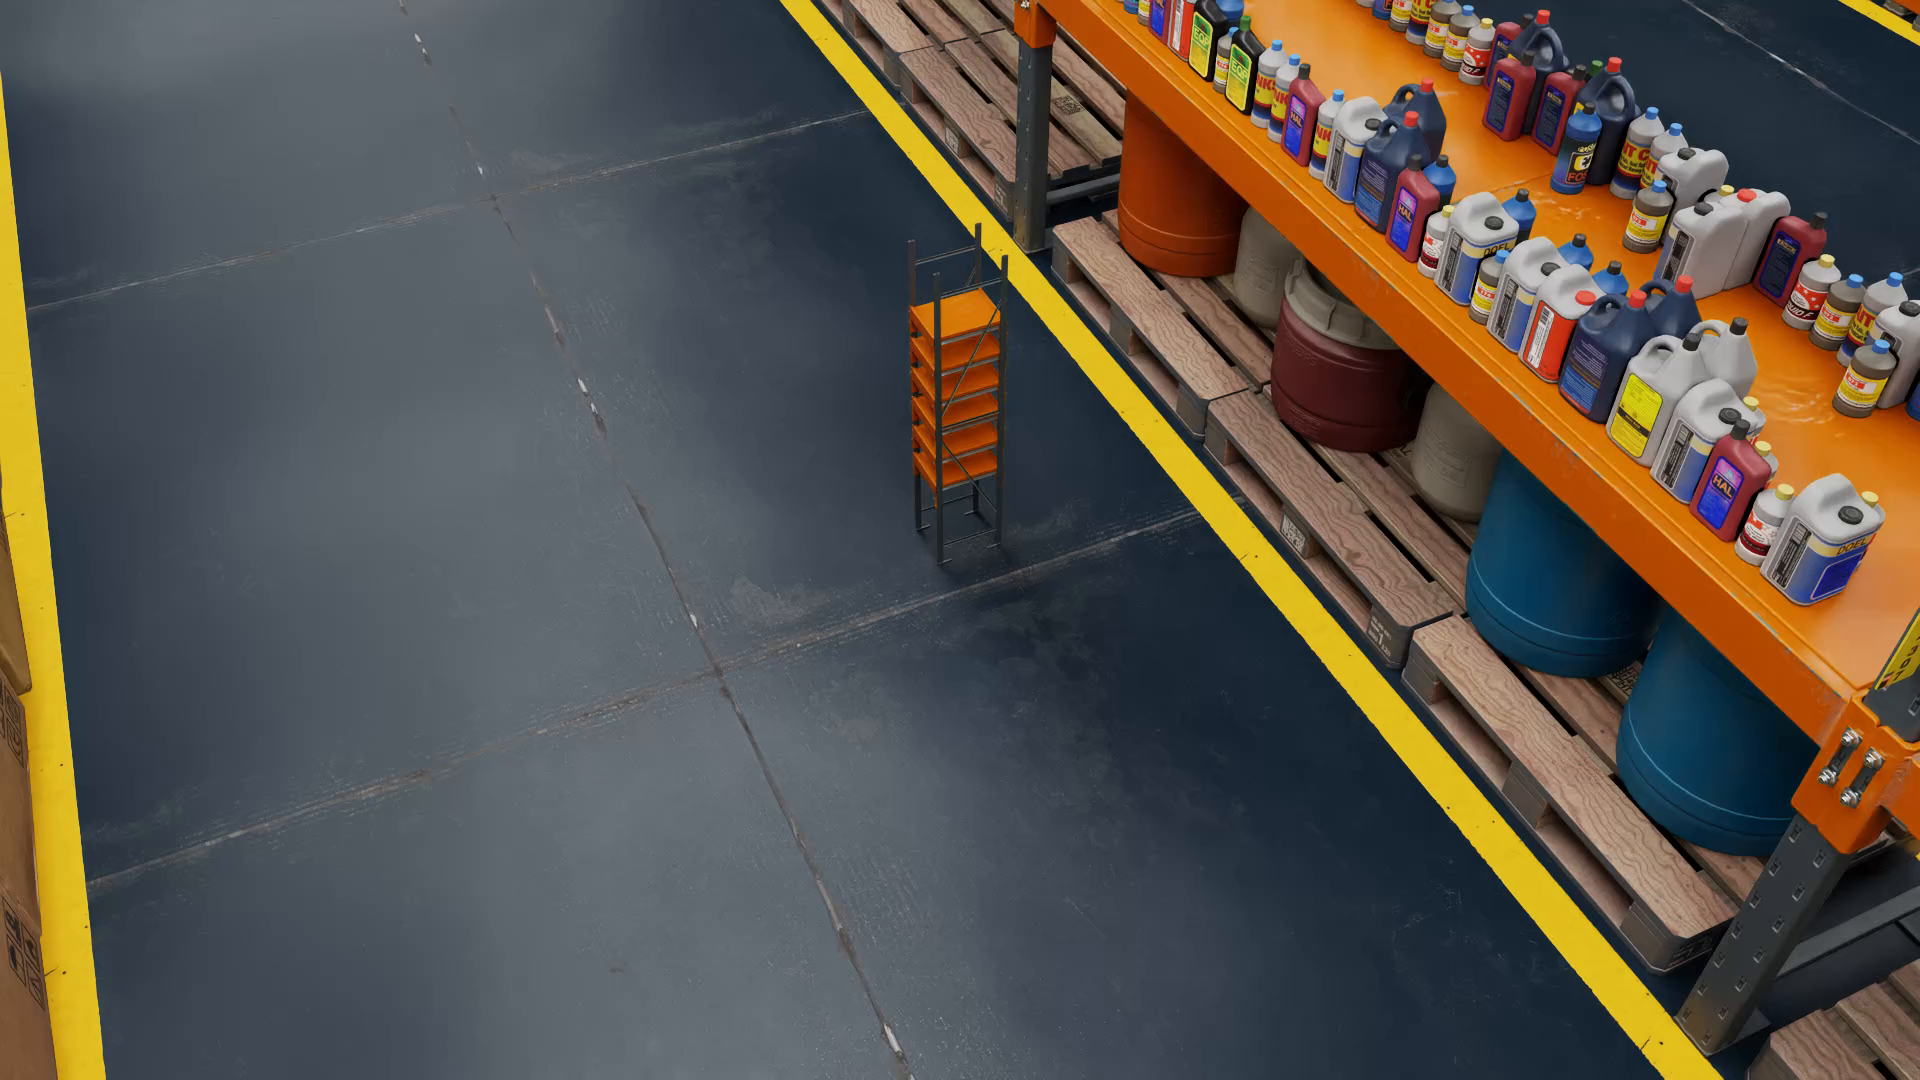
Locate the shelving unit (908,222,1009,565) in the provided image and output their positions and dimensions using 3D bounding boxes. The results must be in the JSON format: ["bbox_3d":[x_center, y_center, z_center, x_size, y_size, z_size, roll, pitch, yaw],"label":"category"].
[{"bbox_3d":[-0.006,-0.436,5.338,0.258,1.200,0.189,-18,47,-17],"label":"shelving unit"}]

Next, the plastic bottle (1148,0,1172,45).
[{"bbox_3d":[0.688,-1.805,5.527,0.061,0.283,0.133,-18,47,-17],"label":"plastic bottle"}]

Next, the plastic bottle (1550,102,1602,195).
[{"bbox_3d":[1.812,-1.155,4.876,0.097,0.271,0.097,0,45,0],"label":"plastic bottle"}]

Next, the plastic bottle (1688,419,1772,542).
[{"bbox_3d":[1.787,-0.140,3.839,0.061,0.283,0.133,-18,47,-17],"label":"plastic bottle"}]

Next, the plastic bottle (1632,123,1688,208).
[{"bbox_3d":[2.025,-1.073,4.794,0.097,0.271,0.097,0,45,0],"label":"plastic bottle"}]

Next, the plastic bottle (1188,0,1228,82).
[{"bbox_3d":[0.801,-1.634,5.354,0.061,0.283,0.133,-18,47,-17],"label":"plastic bottle"}]

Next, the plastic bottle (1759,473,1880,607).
[{"bbox_3d":[1.926,-0.003,3.706,0.152,0.276,0.135,-18,47,-17],"label":"plastic bottle"}]

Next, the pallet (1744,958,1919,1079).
[{"bbox_3d":[2.729,1.558,4.021,1.003,0.211,1.213,-18,47,-17],"label":"pallet"}]

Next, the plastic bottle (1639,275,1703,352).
[{"bbox_3d":[1.755,-0.524,4.180,0.144,0.351,0.185,-18,47,-17],"label":"plastic bottle"}]

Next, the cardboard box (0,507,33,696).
[{"bbox_3d":[-3.520,0.075,4.752,1.225,0.875,0.875,-20,48,-19],"label":"cardboard box"}]

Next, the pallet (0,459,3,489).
[{"bbox_3d":[-4.118,-0.484,6.090,1.003,0.211,1.213,-18,47,-17],"label":"pallet"}]

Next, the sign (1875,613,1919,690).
[{"bbox_3d":[1.885,0.171,3.244,0.100,0.325,0.005,-18,47,-17],"label":"sign"}]

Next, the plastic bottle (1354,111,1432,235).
[{"bbox_3d":[1.238,-1.065,4.729,0.144,0.351,0.185,-18,47,-17],"label":"plastic bottle"}]

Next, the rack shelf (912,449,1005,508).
[{"bbox_3d":[-0.006,-0.234,5.538,0.258,0.103,0.180,-18,47,-17],"label":"rack shelf"}]

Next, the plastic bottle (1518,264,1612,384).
[{"bbox_3d":[1.560,-0.557,4.268,0.152,0.276,0.135,-18,47,-17],"label":"plastic bottle"}]

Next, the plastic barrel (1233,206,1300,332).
[{"bbox_3d":[1.243,-1.064,6.165,0.421,0.512,0.421,0,45,0],"label":"plastic barrel"}]

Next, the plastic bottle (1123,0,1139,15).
[{"bbox_3d":[0.616,-1.942,5.674,0.097,0.271,0.097,0,45,0],"label":"plastic bottle"}]

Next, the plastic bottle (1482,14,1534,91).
[{"bbox_3d":[1.741,-1.539,5.257,0.061,0.283,0.133,-18,47,-17],"label":"plastic bottle"}]

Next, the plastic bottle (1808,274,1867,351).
[{"bbox_3d":[2.317,-0.606,4.370,0.097,0.201,0.097,0,45,0],"label":"plastic bottle"}]

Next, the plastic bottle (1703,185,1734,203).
[{"bbox_3d":[2.123,-0.900,4.668,0.097,0.201,0.097,0,45,0],"label":"plastic bottle"}]

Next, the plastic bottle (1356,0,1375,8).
[{"bbox_3d":[1.430,-1.950,5.732,0.097,0.201,0.097,0,45,0],"label":"plastic bottle"}]

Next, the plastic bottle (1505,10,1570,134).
[{"bbox_3d":[1.770,-1.449,5.118,0.144,0.351,0.185,-18,47,-17],"label":"plastic bottle"}]

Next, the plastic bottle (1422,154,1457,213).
[{"bbox_3d":[1.332,-0.958,4.677,0.097,0.271,0.097,0,45,0],"label":"plastic bottle"}]

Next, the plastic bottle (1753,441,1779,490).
[{"bbox_3d":[1.851,-0.145,3.903,0.097,0.201,0.097,0,45,0],"label":"plastic bottle"}]

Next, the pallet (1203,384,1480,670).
[{"bbox_3d":[1.581,-0.182,5.784,1.003,0.211,1.213,-18,47,-17],"label":"pallet"}]

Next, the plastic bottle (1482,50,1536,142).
[{"bbox_3d":[1.688,-1.379,5.095,0.061,0.283,0.133,-18,47,-17],"label":"plastic bottle"}]

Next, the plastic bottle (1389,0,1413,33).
[{"bbox_3d":[1.512,-1.826,5.606,0.097,0.201,0.097,0,45,0],"label":"plastic bottle"}]

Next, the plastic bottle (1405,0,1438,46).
[{"bbox_3d":[1.553,-1.789,5.519,0.097,0.271,0.097,0,45,0],"label":"plastic bottle"}]

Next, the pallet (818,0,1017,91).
[{"bbox_3d":[-0.097,-2.730,8.366,1.003,0.211,1.213,-18,47,-17],"label":"pallet"}]

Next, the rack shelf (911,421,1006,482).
[{"bbox_3d":[-0.006,-0.319,5.453,0.258,0.103,0.180,-18,47,-17],"label":"rack shelf"}]

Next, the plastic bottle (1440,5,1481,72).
[{"bbox_3d":[1.635,-1.640,5.418,0.097,0.201,0.097,0,45,0],"label":"plastic bottle"}]

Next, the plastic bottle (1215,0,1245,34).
[{"bbox_3d":[0.865,-1.665,5.393,0.097,0.271,0.097,0,45,0],"label":"plastic bottle"}]

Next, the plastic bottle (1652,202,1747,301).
[{"bbox_3d":[2.009,-0.800,4.514,0.152,0.276,0.135,-18,47,-17],"label":"plastic bottle"}]

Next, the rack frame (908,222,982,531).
[{"bbox_3d":[-0.045,-0.495,5.397,0.240,1.200,0.006,-18,47,-17],"label":"rack frame"}]

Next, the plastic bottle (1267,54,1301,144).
[{"bbox_3d":[1.004,-1.353,5.077,0.097,0.271,0.097,0,45,0],"label":"plastic bottle"}]

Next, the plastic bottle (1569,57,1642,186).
[{"bbox_3d":[1.904,-1.246,4.913,0.144,0.351,0.185,-18,47,-17],"label":"plastic bottle"}]

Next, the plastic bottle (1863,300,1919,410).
[{"bbox_3d":[2.382,-0.488,4.197,0.152,0.276,0.135,-18,47,-17],"label":"plastic bottle"}]

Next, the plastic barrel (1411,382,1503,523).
[{"bbox_3d":[1.717,-0.345,5.436,0.421,0.512,0.421,0,45,0],"label":"plastic barrel"}]

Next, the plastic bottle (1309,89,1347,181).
[{"bbox_3d":[1.101,-1.206,4.928,0.097,0.271,0.097,0,45,0],"label":"plastic bottle"}]

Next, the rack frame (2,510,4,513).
[{"bbox_3d":[-3.791,-0.978,4.605,1.000,3.000,0.127,-18,47,-17],"label":"rack frame"}]

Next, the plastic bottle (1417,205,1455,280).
[{"bbox_3d":[1.332,-0.830,4.597,0.097,0.201,0.097,0,45,0],"label":"plastic bottle"}]

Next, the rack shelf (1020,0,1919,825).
[{"bbox_3d":[1.544,-0.910,5.049,1.077,0.370,4.000,-18,47,-17],"label":"rack shelf"}]

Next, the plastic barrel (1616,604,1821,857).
[{"bbox_3d":[2.172,0.354,4.451,0.600,0.901,0.708,-18,47,-17],"label":"plastic barrel"}]

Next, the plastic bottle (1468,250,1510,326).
[{"bbox_3d":[1.430,-0.682,4.447,0.097,0.201,0.097,0,45,0],"label":"plastic bottle"}]

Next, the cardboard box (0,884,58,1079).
[{"bbox_3d":[-2.773,1.207,3.605,1.225,0.875,0.875,-20,48,-19],"label":"cardboard box"}]

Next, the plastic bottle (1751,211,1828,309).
[{"bbox_3d":[2.244,-0.776,4.484,0.061,0.283,0.133,-18,47,-17],"label":"plastic bottle"}]

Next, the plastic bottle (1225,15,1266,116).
[{"bbox_3d":[0.898,-1.487,5.205,0.061,0.283,0.133,-18,47,-17],"label":"plastic bottle"}]

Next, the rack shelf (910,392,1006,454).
[{"bbox_3d":[-0.006,-0.405,5.369,0.258,0.103,0.180,-18,47,-17],"label":"rack shelf"}]

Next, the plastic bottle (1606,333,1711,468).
[{"bbox_3d":[1.701,-0.363,4.018,0.144,0.351,0.185,-18,47,-17],"label":"plastic bottle"}]

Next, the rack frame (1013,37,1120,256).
[{"bbox_3d":[0.703,-2.441,6.088,1.000,3.000,0.127,-18,47,-17],"label":"rack frame"}]

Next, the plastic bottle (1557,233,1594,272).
[{"bbox_3d":[1.609,-0.690,4.405,0.097,0.271,0.097,0,45,0],"label":"plastic bottle"}]
